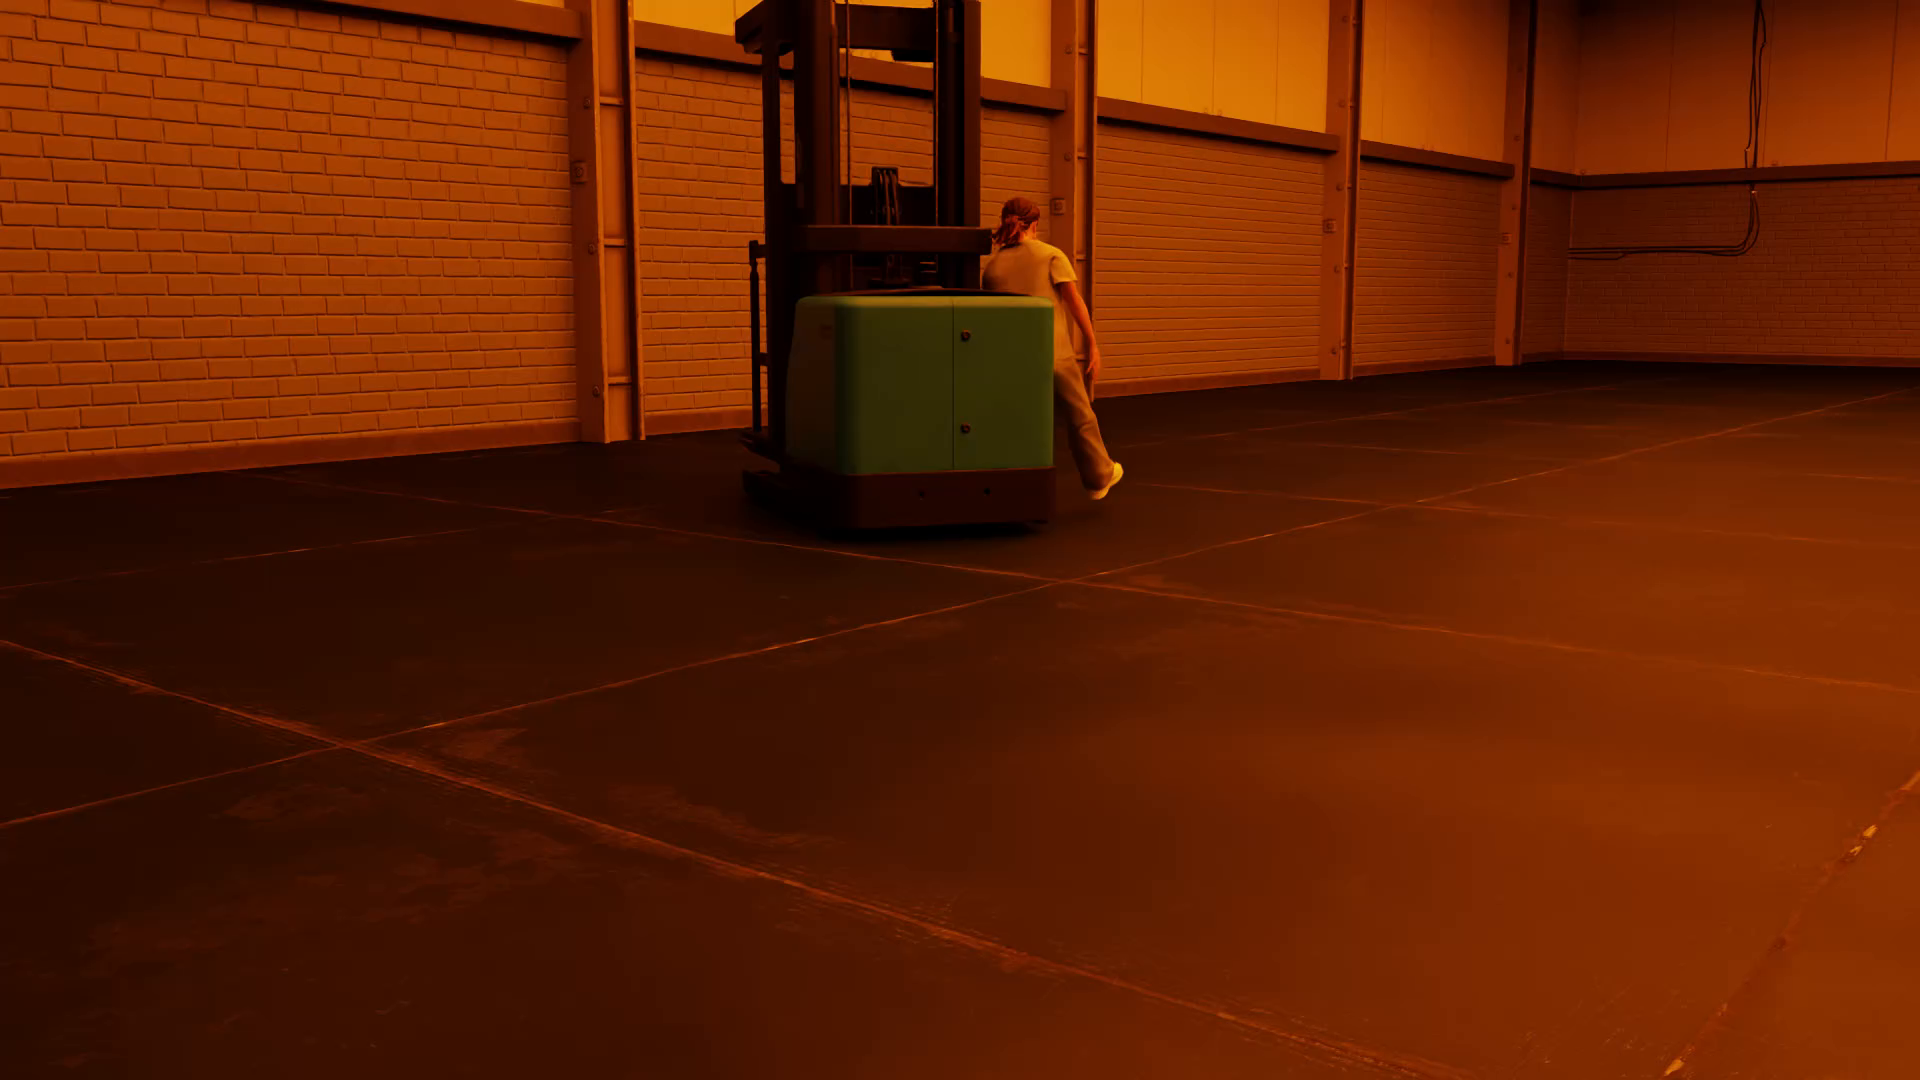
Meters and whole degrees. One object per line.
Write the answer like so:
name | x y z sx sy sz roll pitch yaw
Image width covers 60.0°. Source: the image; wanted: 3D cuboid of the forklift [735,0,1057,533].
forklift | -0.523 -1.655 8.590 1.130 2.935 3.031 -3 9 -19

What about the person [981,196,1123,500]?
person | 0.361 -0.934 8.256 0.829 1.504 0.966 3 9 22
